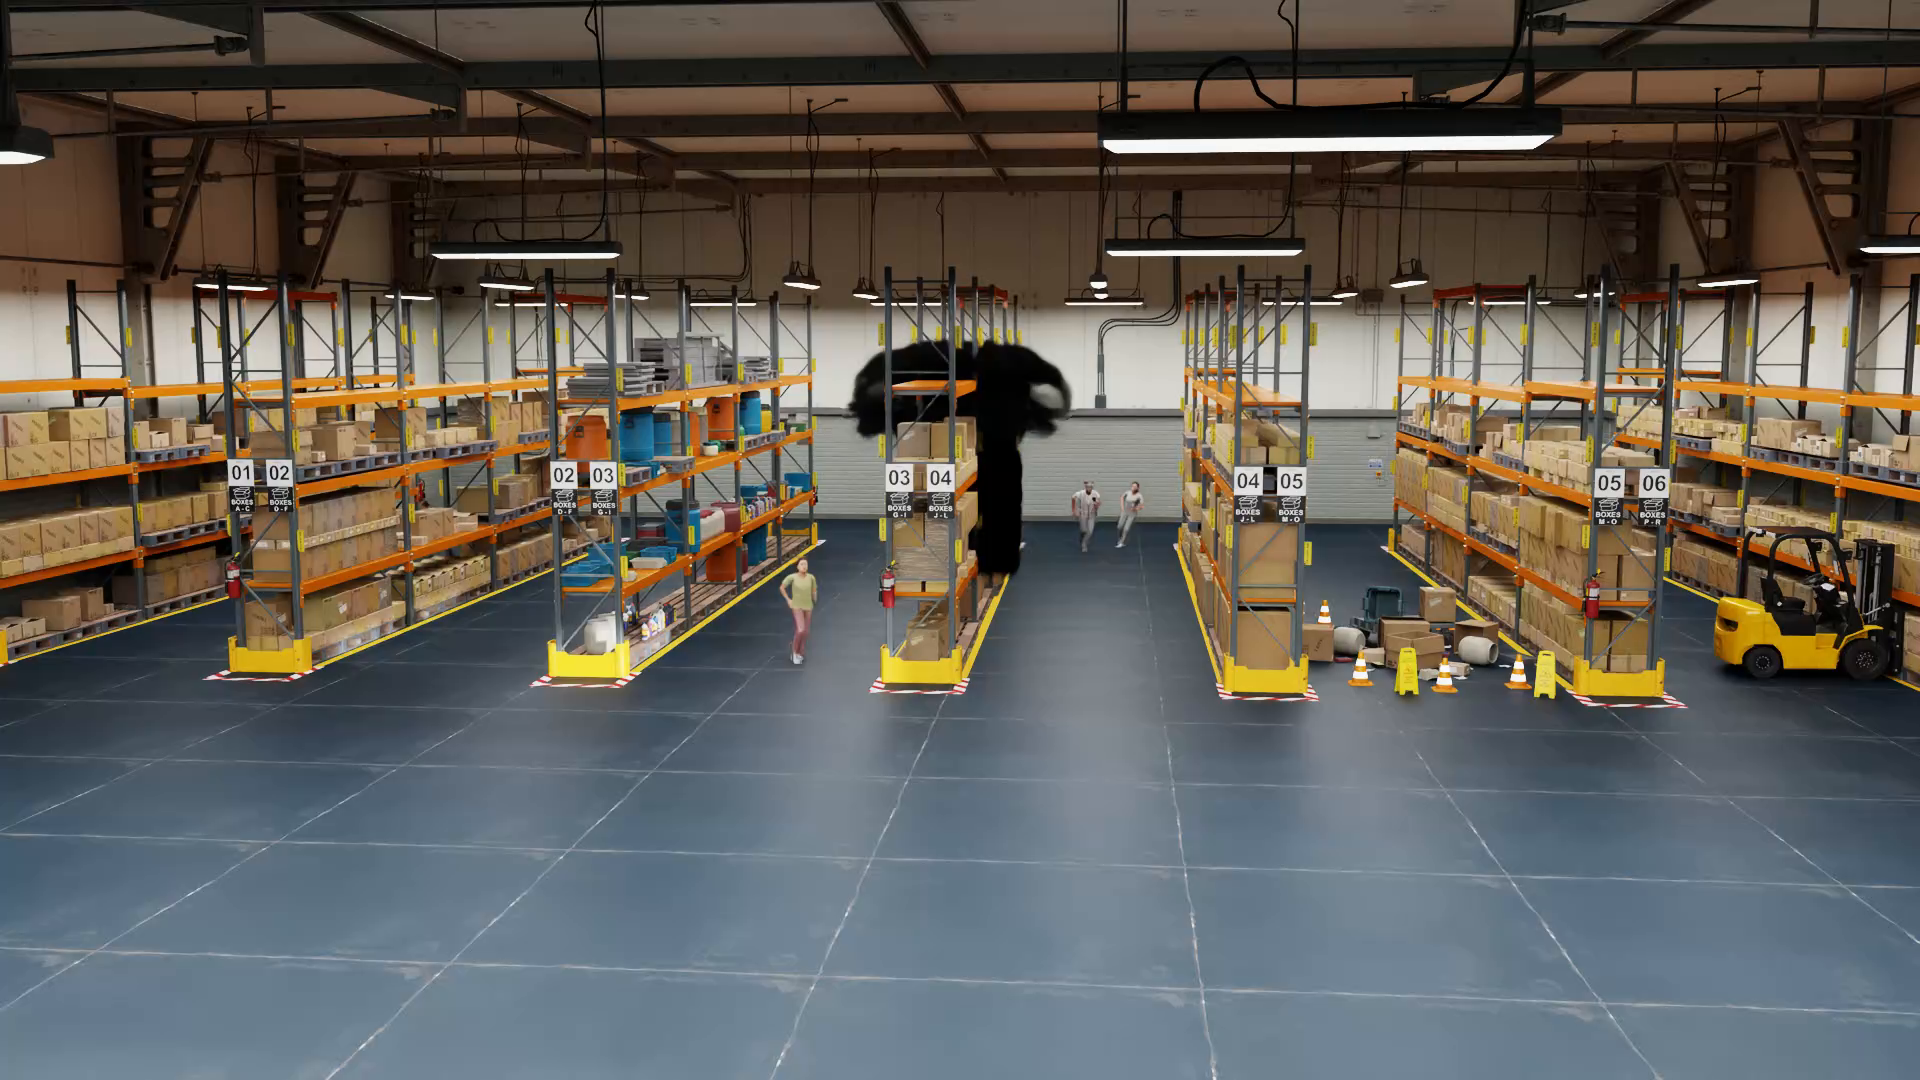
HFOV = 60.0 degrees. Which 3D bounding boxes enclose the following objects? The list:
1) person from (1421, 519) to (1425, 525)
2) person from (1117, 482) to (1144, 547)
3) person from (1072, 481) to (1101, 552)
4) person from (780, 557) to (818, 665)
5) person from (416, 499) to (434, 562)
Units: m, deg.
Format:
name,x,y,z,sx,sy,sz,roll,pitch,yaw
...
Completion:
name,x,y,z,sx,sy,sz,roll,pitch,yaw
person,11.425,-0.699,40.244,0.873,1.599,0.530,0,7,3
person,4.030,-0.600,39.602,0.693,1.597,0.571,3,8,24
person,2.974,-0.559,38.989,0.652,1.700,0.743,-1,7,-10
person,-2.429,1.083,25.542,0.554,1.657,0.638,-4,8,-27
person,-11.271,-0.038,34.973,0.509,1.648,0.728,0,7,0
